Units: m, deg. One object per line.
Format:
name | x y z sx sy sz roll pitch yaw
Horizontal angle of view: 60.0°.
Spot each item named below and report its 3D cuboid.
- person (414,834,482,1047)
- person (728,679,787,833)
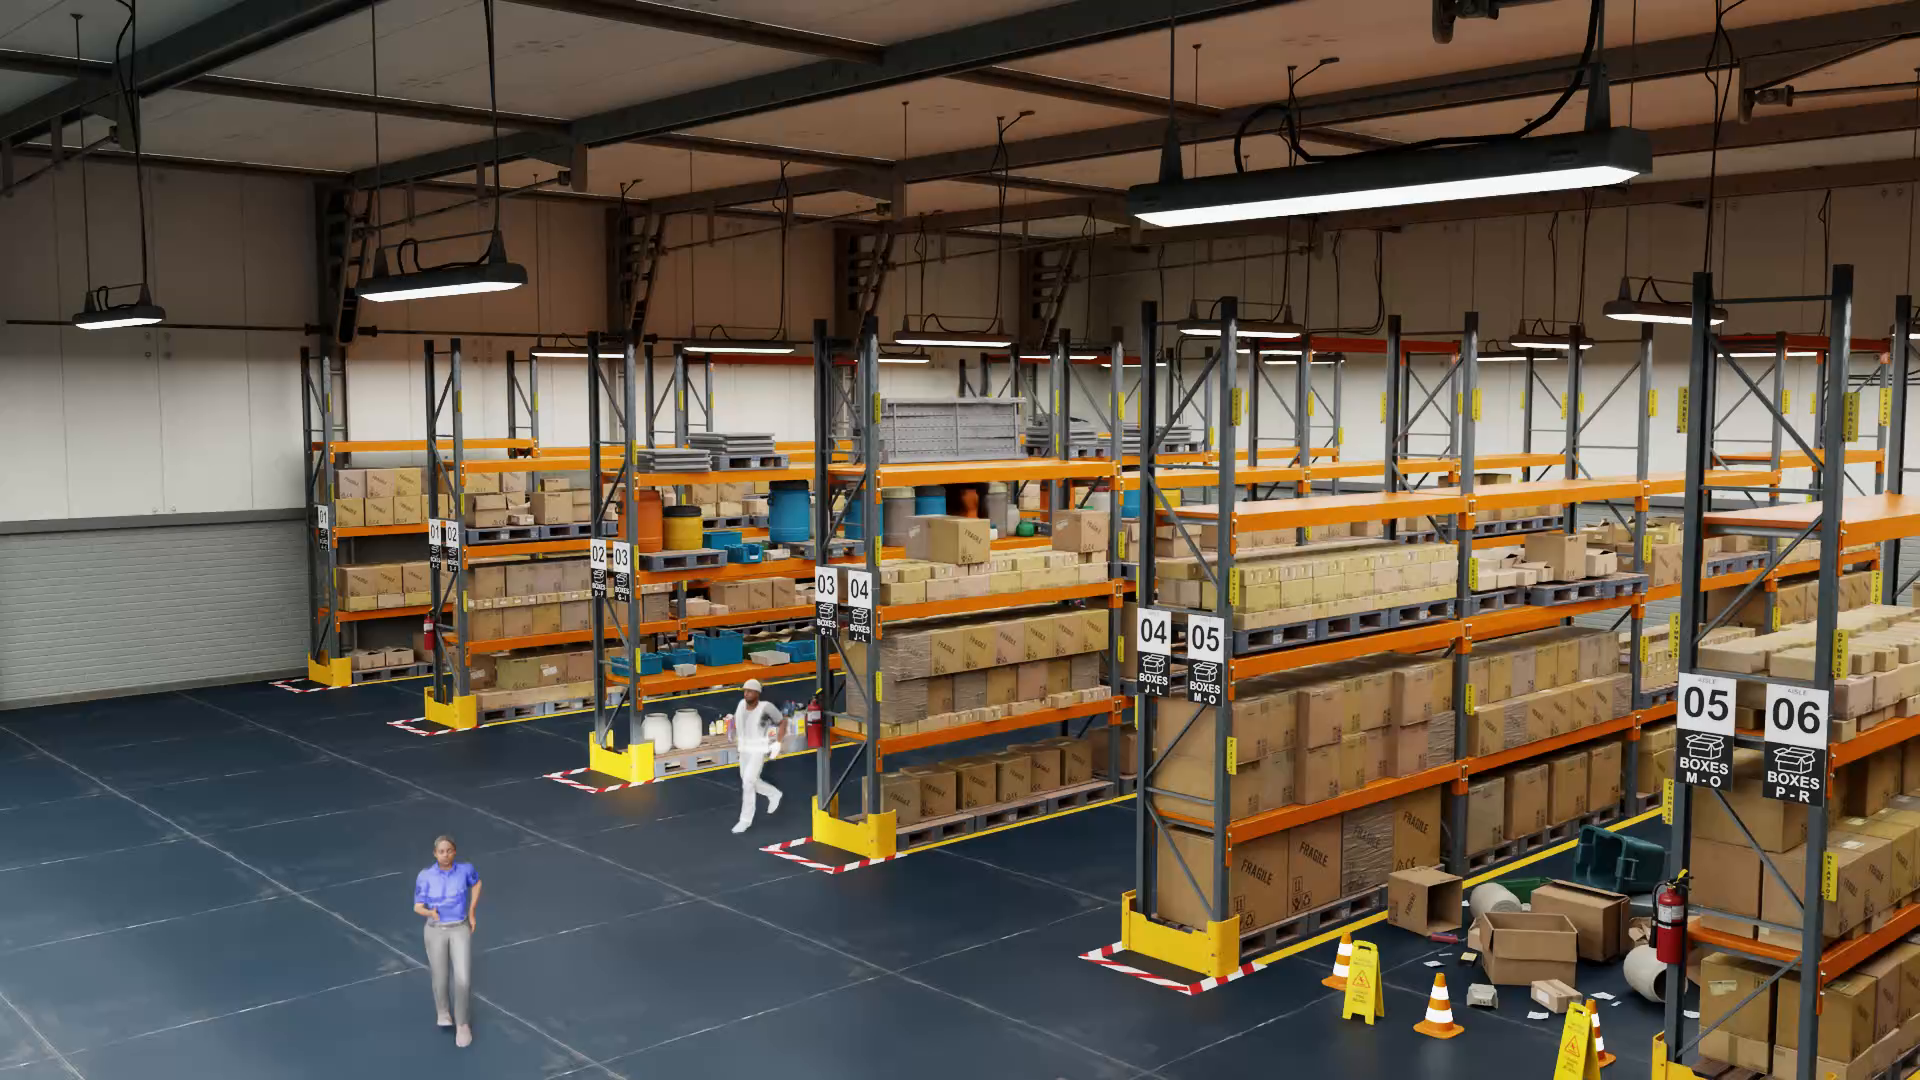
person | -4.080 3.185 13.279 0.523 1.695 0.765 -1 5 -16
person | -2.446 2.540 19.912 0.720 1.783 0.893 4 6 38
